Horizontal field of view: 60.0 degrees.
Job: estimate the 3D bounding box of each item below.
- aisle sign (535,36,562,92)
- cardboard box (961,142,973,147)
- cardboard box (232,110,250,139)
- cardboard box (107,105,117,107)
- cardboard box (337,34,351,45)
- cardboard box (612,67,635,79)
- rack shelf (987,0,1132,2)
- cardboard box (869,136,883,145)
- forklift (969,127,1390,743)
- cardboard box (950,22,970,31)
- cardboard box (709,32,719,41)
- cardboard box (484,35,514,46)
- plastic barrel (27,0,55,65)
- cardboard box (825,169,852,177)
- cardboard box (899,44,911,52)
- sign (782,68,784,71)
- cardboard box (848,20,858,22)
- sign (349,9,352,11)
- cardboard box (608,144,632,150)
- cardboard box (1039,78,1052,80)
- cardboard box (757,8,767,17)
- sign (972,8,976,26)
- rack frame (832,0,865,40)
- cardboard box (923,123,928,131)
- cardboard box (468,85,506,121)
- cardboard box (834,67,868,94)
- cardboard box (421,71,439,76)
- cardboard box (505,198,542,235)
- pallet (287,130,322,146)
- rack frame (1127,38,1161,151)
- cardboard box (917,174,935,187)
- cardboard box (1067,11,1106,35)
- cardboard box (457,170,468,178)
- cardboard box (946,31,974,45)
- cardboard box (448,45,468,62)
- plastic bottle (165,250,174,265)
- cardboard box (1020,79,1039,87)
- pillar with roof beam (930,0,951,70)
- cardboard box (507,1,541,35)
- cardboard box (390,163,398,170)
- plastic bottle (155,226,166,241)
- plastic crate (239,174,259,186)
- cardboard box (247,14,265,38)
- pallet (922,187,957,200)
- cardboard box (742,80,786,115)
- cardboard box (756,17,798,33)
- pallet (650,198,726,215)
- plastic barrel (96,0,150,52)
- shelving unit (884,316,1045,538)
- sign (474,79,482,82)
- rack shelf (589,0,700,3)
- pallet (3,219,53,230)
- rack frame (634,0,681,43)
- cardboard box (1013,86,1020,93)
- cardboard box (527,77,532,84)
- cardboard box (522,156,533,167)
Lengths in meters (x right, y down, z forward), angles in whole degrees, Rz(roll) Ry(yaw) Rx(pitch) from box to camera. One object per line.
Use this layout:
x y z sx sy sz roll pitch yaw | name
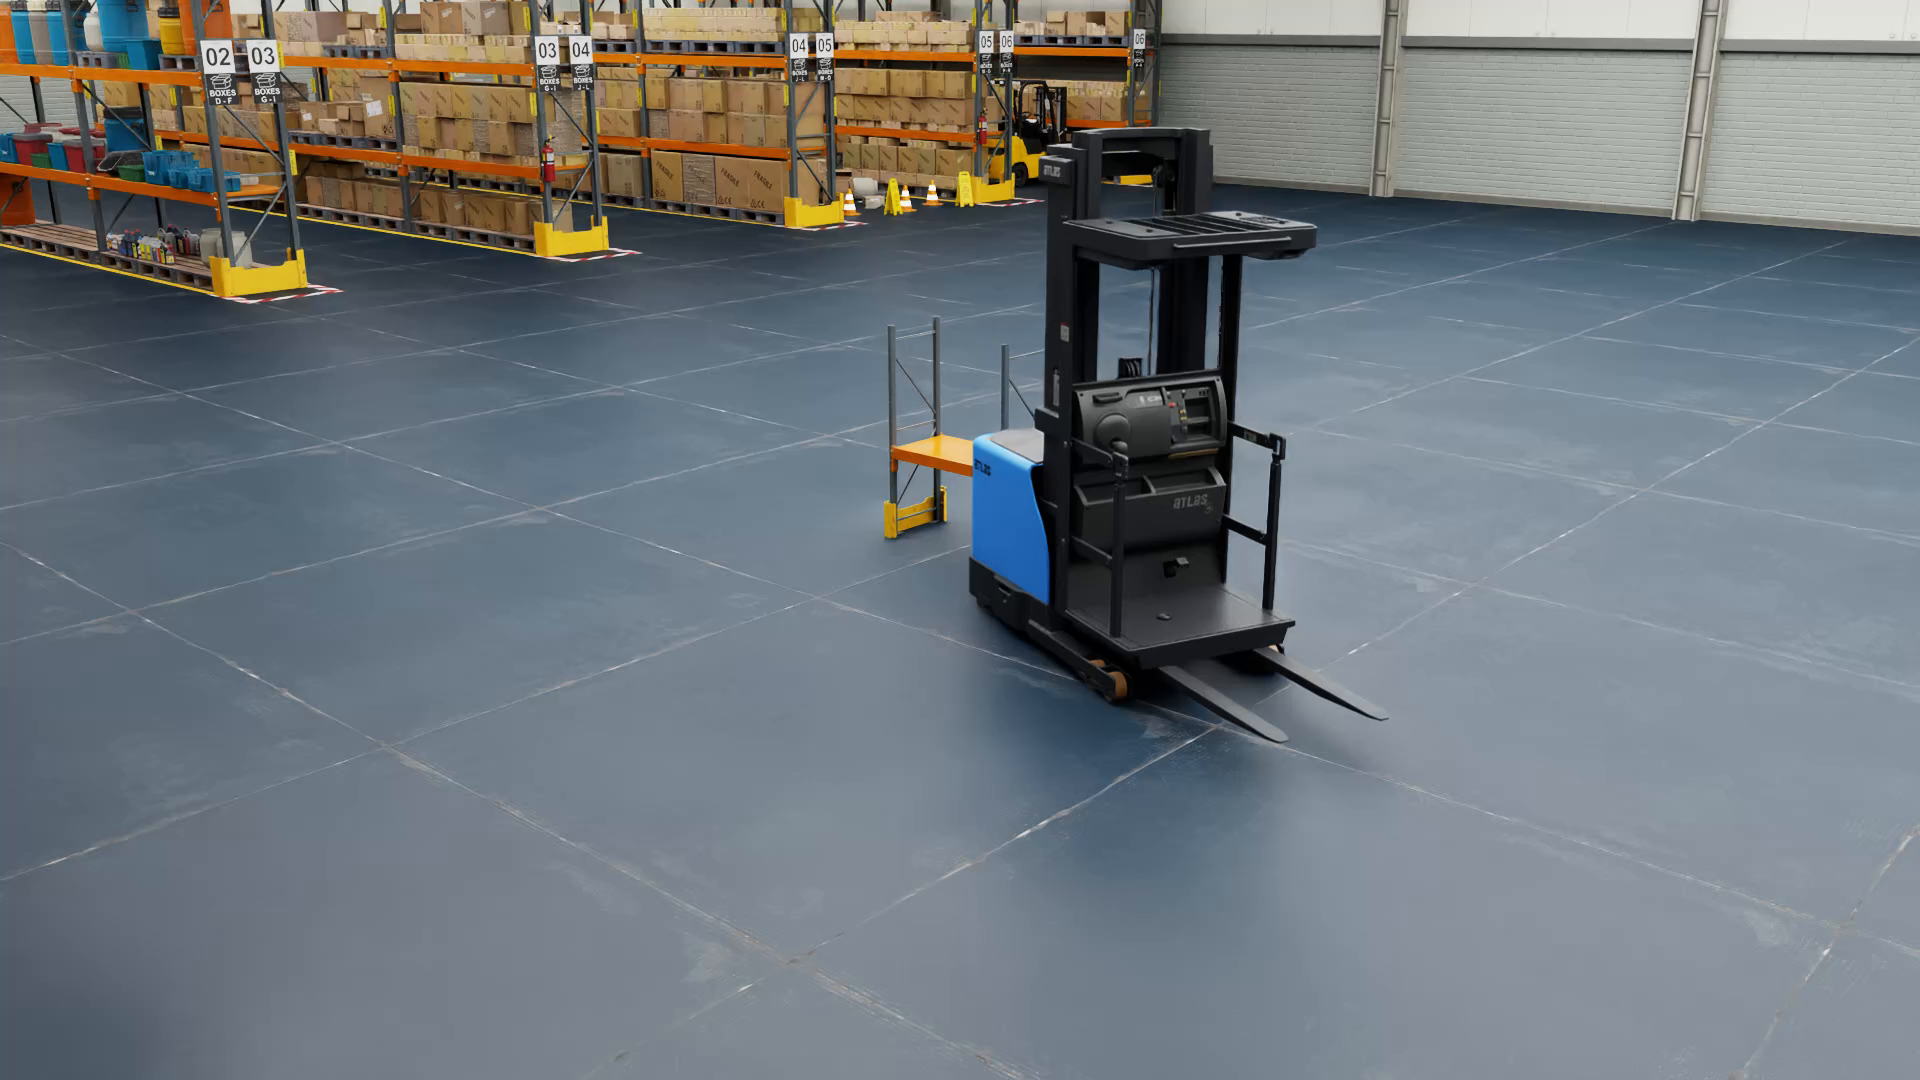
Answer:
-6.083 -7.028 24.573 0.004 0.787 0.394 15 23 39 | aisle sign
0.551 -9.209 38.974 0.625 0.625 0.875 16 24 42 | cardboard box
-13.206 -7.771 31.047 0.500 0.500 0.500 14 22 38 | cardboard box
-17.324 -8.892 34.500 0.500 0.250 0.500 15 23 39 | cardboard box
-10.390 -8.545 28.383 0.250 0.166 0.380 14 22 38 | cardboard box
-7.790 -10.796 38.925 0.500 0.500 0.500 15 23 39 | cardboard box
2.444 -11.962 36.353 4.000 0.370 1.077 15 23 39 | rack shelf
-1.642 -8.150 33.945 0.250 0.149 0.380 16 24 41 | cardboard box
1.157 -0.677 8.972 1.130 2.935 3.031 -8 19 -25 | forklift
0.032 -9.863 31.942 0.250 0.149 0.380 16 23 40 | cardboard box
-4.176 -8.825 29.131 0.250 0.149 0.380 15 23 40 | cardboard box
-7.045 -7.634 25.412 0.250 0.149 0.380 15 23 40 | cardboard box
-13.223 -7.405 24.271 0.600 0.901 0.600 0 18 0 | plastic barrel
-2.445 -7.201 33.545 0.500 0.500 0.500 -3 18 -8 | cardboard box
-0.983 -9.728 32.835 0.250 0.149 0.380 15 23 39 | cardboard box
-4.670 -12.323 43.640 0.005 0.325 0.100 15 23 39 | sign
-2.497 -12.533 40.357 0.250 0.149 0.380 16 24 41 | cardboard box
-14.146 -12.157 38.610 0.005 0.325 0.100 15 23 39 | sign
-7.810 -9.602 39.799 0.875 0.875 0.875 16 24 41 | cardboard box
1.983 -10.395 37.751 0.250 0.149 0.380 14 23 38 | cardboard box
-3.225 -8.950 28.207 0.250 0.149 0.380 15 23 40 | cardboard box
0.265 -9.841 31.314 0.005 0.325 0.100 15 23 39 | sign
-2.344 -11.774 33.908 0.127 3.000 1.000 15 23 39 | rack frame
-0.525 -8.228 33.069 0.250 0.149 0.380 15 23 40 | cardboard box
-7.255 -6.790 25.810 0.500 0.500 0.500 15 23 39 | cardboard box
-2.158 -9.443 34.171 0.500 0.500 0.700 15 23 39 | cardboard box
-11.713 -10.192 36.532 0.500 0.500 0.500 16 23 41 | cardboard box
-6.856 -5.119 26.295 0.500 0.500 0.500 -11 21 -31 | cardboard box
-11.310 -7.265 29.935 1.003 0.211 1.213 15 23 39 | pallet
3.940 -9.235 35.825 0.127 3.000 1.000 15 23 39 | rack frame
-0.517 -7.208 33.290 0.500 0.250 0.500 15 23 39 | cardboard box
2.748 -11.222 36.104 0.500 0.500 0.700 15 23 40 | cardboard box
-10.363 -7.973 35.286 0.500 0.500 0.500 16 23 40 | cardboard box
0.087 -9.653 31.940 0.500 0.250 0.500 15 23 39 | cardboard box
-7.592 -7.571 25.871 0.500 0.250 0.500 15 23 38 | cardboard box
-10.882 -3.894 22.895 0.097 0.201 0.097 0 18 0 | plastic bottle
1.566 -10.249 37.293 0.250 0.149 0.380 16 23 40 | cardboard box
-3.328 -12.669 36.728 0.400 9.000 9.100 15 23 39 | pillar with roof beam
-6.861 -8.086 25.762 0.500 0.500 0.500 15 23 39 | cardboard box
-12.436 -8.333 37.002 0.250 0.149 0.380 14 22 37 | cardboard box
-11.632 -4.402 24.249 0.185 0.351 0.144 15 23 39 | plastic bottle
-9.673 -4.875 22.524 0.250 0.136 0.298 15 23 39 | plastic crate
-12.417 -9.261 30.083 0.797 0.503 0.637 -17 24 -42 | cardboard box
0.007 -6.968 33.294 1.213 0.211 1.003 15 23 39 | pallet
-3.286 -7.730 29.050 0.550 0.550 0.875 15 23 39 | cardboard box
-3.113 -8.754 28.247 0.500 0.250 0.500 15 23 40 | cardboard box
-5.037 -6.275 31.107 1.213 0.211 1.003 15 23 39 | pallet
-11.536 -7.196 22.920 0.708 0.901 0.600 15 23 39 | plastic barrel
0.057 -0.700 11.410 1.083 1.500 0.587 15 23 39 | shelving unit
-13.875 -13.005 47.861 0.001 0.494 0.329 15 23 39 | sign
-6.831 -12.445 37.873 4.000 0.370 1.077 15 23 39 | rack shelf
-15.818 -5.175 27.641 1.213 0.211 1.003 15 23 39 | pallet
-5.554 -10.634 30.315 0.127 3.000 1.000 15 23 39 | rack frame
1.420 -10.174 37.546 0.250 0.149 0.380 15 23 39 | cardboard box
-8.216 -9.009 33.296 0.500 0.500 0.700 15 23 39 | cardboard box
-6.467 -5.810 25.449 0.250 0.149 0.380 15 23 39 | cardboard box
